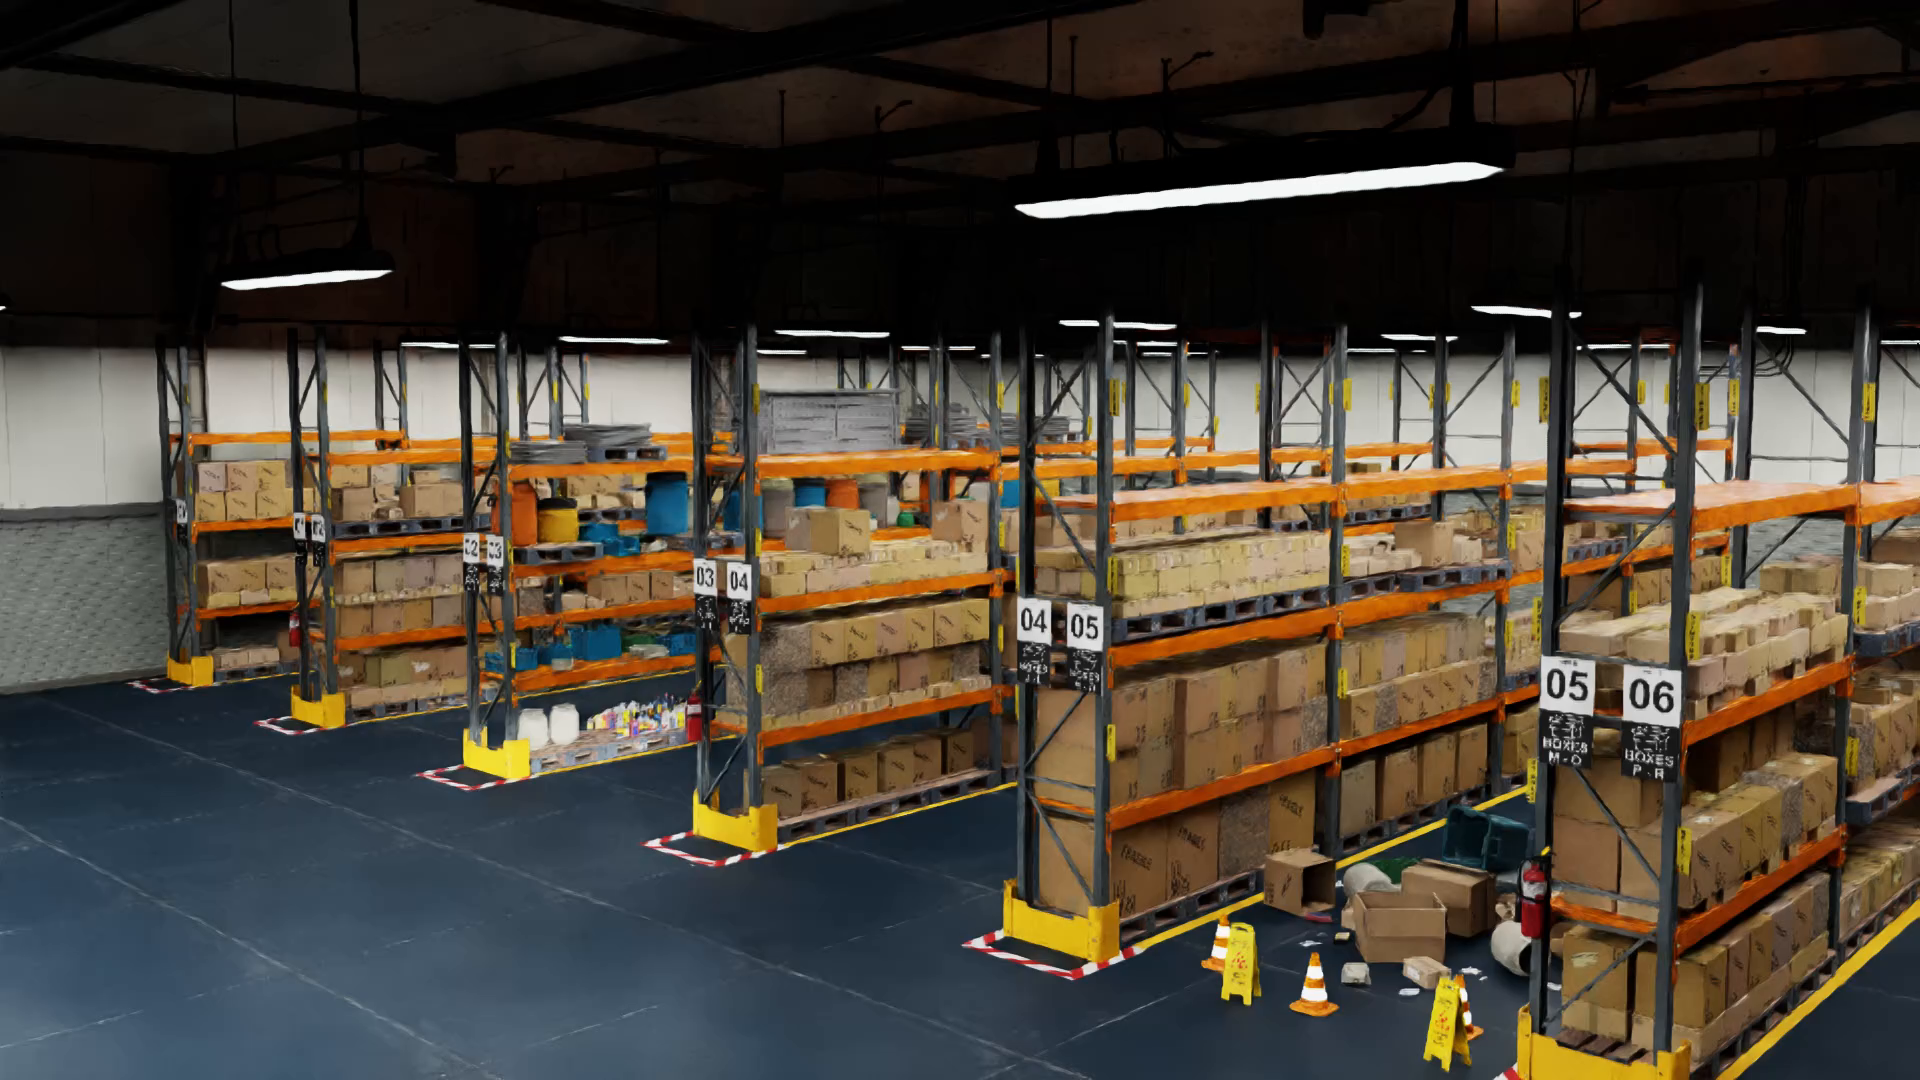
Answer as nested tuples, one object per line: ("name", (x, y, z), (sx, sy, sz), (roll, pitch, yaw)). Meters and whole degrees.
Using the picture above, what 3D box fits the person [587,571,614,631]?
("person", (-6.741, 1.402, 31.185), (0.498, 1.662, 0.462), (-2, 6, -17))
